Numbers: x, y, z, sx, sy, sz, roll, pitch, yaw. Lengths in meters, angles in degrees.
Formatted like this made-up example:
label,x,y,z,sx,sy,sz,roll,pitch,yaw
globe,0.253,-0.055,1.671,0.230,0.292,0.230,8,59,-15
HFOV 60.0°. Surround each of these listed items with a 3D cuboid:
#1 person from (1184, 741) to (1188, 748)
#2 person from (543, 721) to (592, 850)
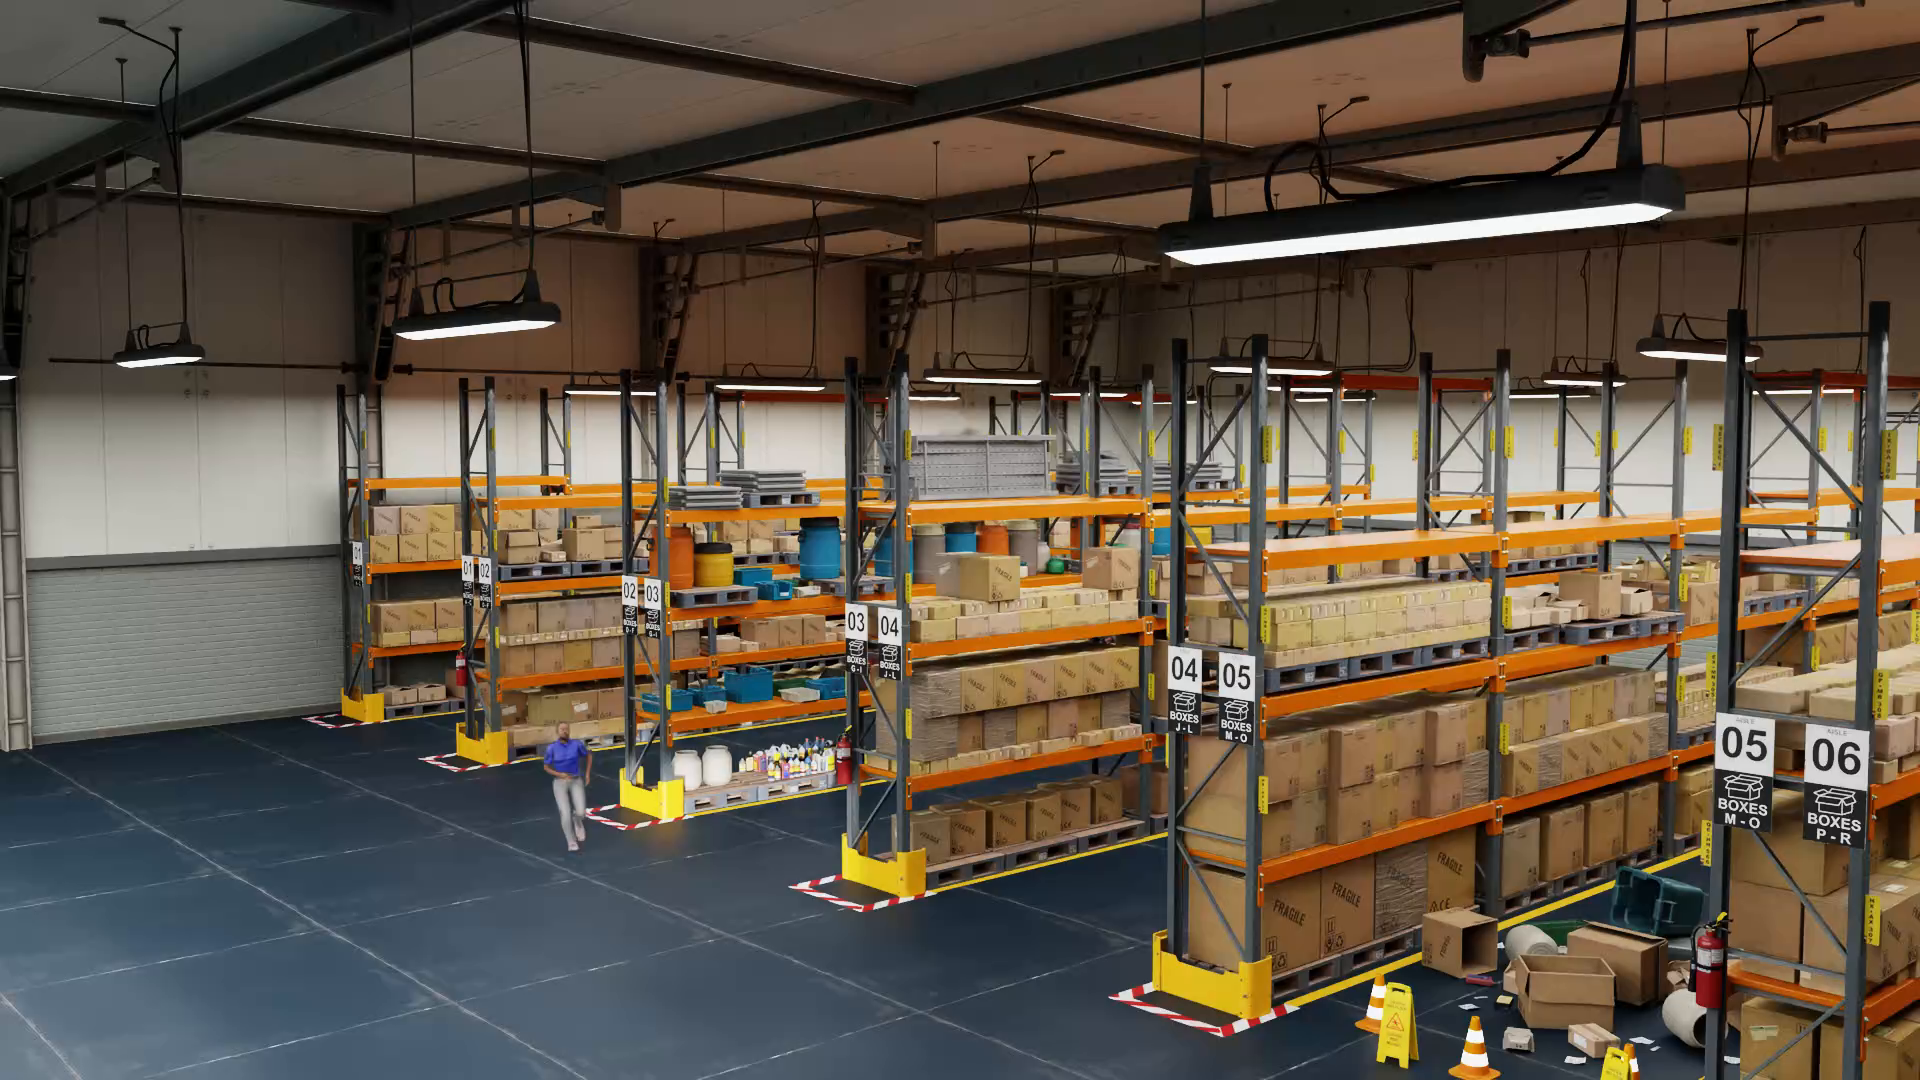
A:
label,x,y,z,sx,sy,sz,roll,pitch,yaw
person,3.598,2.636,25.159,0.665,1.743,0.775,4,5,45
person,-4.826,3.030,20.482,0.592,1.595,0.525,-1,4,-15
